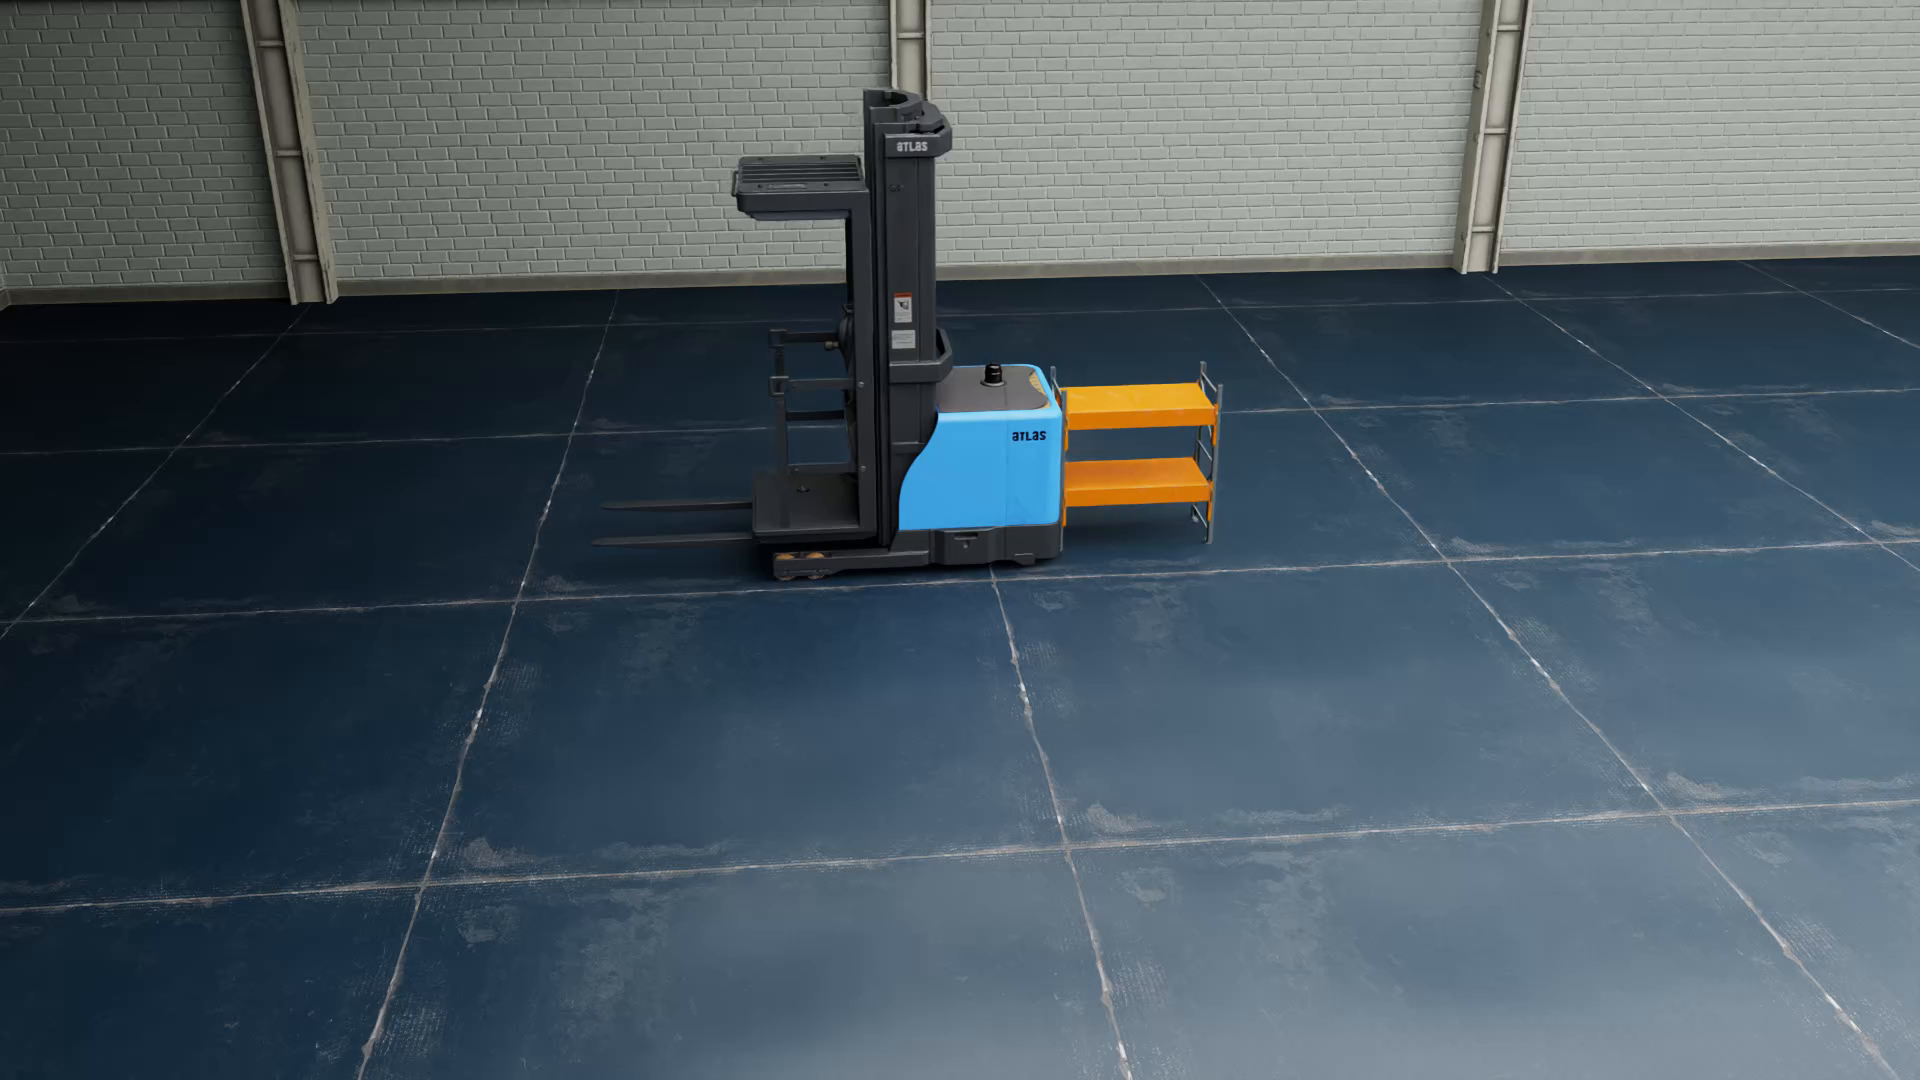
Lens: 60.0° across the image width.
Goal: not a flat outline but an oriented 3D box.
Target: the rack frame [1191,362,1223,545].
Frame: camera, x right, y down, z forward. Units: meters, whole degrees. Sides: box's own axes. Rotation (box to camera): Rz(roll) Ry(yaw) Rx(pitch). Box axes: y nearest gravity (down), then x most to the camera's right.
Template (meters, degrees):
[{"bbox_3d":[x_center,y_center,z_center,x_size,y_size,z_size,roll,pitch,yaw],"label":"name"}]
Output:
[{"bbox_3d":[1.656,-0.585,11.181,0.032,1.125,0.500,-2,24,-5],"label":"rack frame"}]

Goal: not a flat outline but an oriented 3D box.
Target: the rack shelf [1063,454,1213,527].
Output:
[{"bbox_3d":[1.150,-0.340,11.232,1.000,0.278,0.538,-2,24,-5],"label":"rack shelf"}]

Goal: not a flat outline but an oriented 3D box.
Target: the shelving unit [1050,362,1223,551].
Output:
[{"bbox_3d":[1.150,-0.563,11.132,1.048,1.125,0.538,-2,24,-5],"label":"shelving unit"}]

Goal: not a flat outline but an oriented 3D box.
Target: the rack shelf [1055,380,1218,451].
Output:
[{"bbox_3d":[1.150,-0.831,11.013,1.000,0.278,0.538,-2,24,-5],"label":"rack shelf"}]

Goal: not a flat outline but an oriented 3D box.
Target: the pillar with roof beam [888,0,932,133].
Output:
[{"bbox_3d":[-0.065,-5.016,11.455,0.400,9.000,9.100,-2,24,-5],"label":"pillar with roof beam"}]

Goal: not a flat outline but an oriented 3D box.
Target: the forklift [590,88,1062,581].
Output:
[{"bbox_3d":[-0.893,-1.306,10.579,3.031,2.935,1.130,-2,24,-5],"label":"forklift"}]

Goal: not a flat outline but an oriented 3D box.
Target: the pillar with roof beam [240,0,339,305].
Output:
[{"bbox_3d":[-6.036,-4.776,10.916,0.400,9.000,9.100,-2,24,-5],"label":"pillar with roof beam"}]

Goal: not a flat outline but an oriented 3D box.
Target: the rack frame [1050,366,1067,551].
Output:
[{"bbox_3d":[0.644,-0.542,11.084,0.032,1.125,0.500,-2,24,-5],"label":"rack frame"}]

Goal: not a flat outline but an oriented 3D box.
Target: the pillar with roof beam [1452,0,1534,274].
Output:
[{"bbox_3d":[5.906,-5.255,11.994,0.400,9.000,9.100,-2,24,-5],"label":"pillar with roof beam"}]
